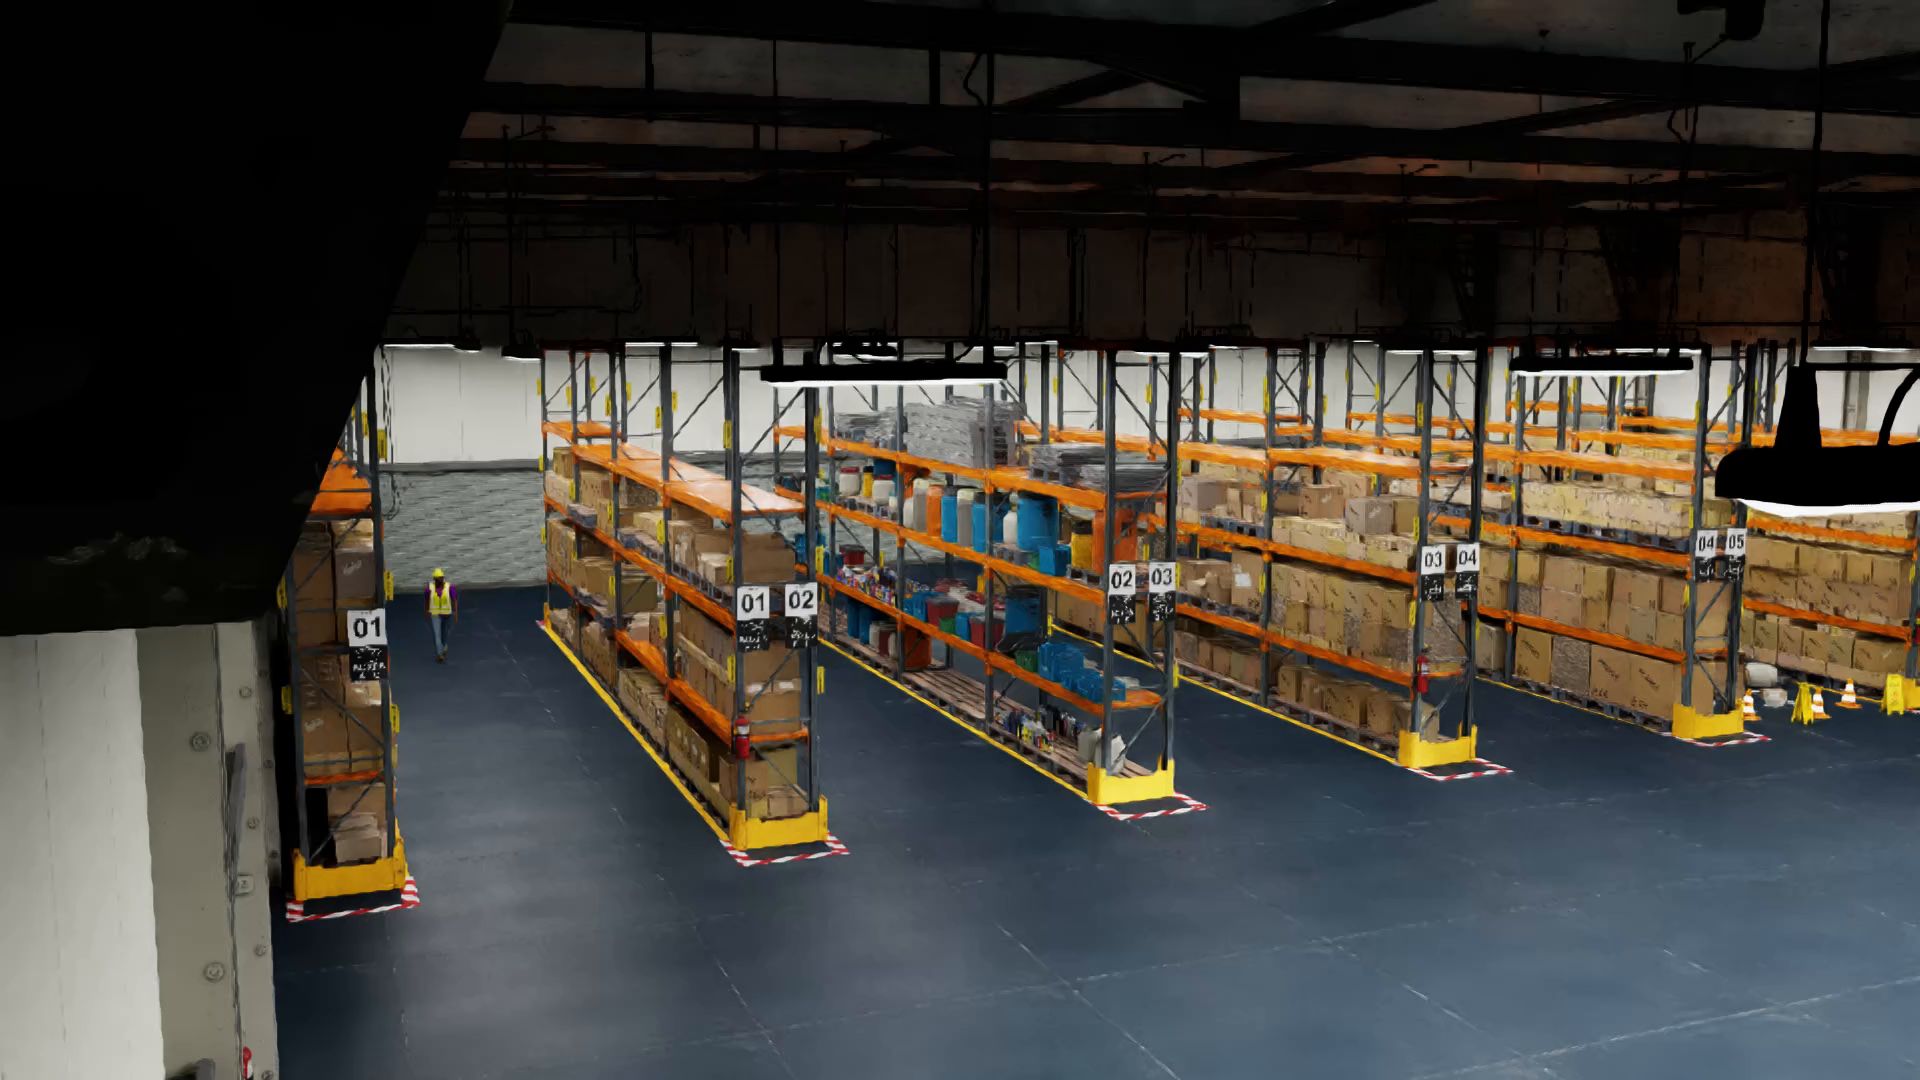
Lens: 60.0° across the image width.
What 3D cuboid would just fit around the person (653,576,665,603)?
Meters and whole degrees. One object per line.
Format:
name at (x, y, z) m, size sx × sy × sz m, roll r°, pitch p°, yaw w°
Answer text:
person at (-6.114, 1.083, 33.792) m, size 0.566 × 1.706 × 1.122 m, roll -3°, pitch 8°, yaw -20°

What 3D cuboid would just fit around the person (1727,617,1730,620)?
person at (16.649, 0.922, 35.284) m, size 0.557 × 1.641 × 0.611 m, roll 0°, pitch 7°, yaw 3°

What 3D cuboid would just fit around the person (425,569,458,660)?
person at (-9.833, 1.385, 31.556) m, size 0.591 × 1.716 × 1.042 m, roll -3°, pitch 8°, yaw -23°
